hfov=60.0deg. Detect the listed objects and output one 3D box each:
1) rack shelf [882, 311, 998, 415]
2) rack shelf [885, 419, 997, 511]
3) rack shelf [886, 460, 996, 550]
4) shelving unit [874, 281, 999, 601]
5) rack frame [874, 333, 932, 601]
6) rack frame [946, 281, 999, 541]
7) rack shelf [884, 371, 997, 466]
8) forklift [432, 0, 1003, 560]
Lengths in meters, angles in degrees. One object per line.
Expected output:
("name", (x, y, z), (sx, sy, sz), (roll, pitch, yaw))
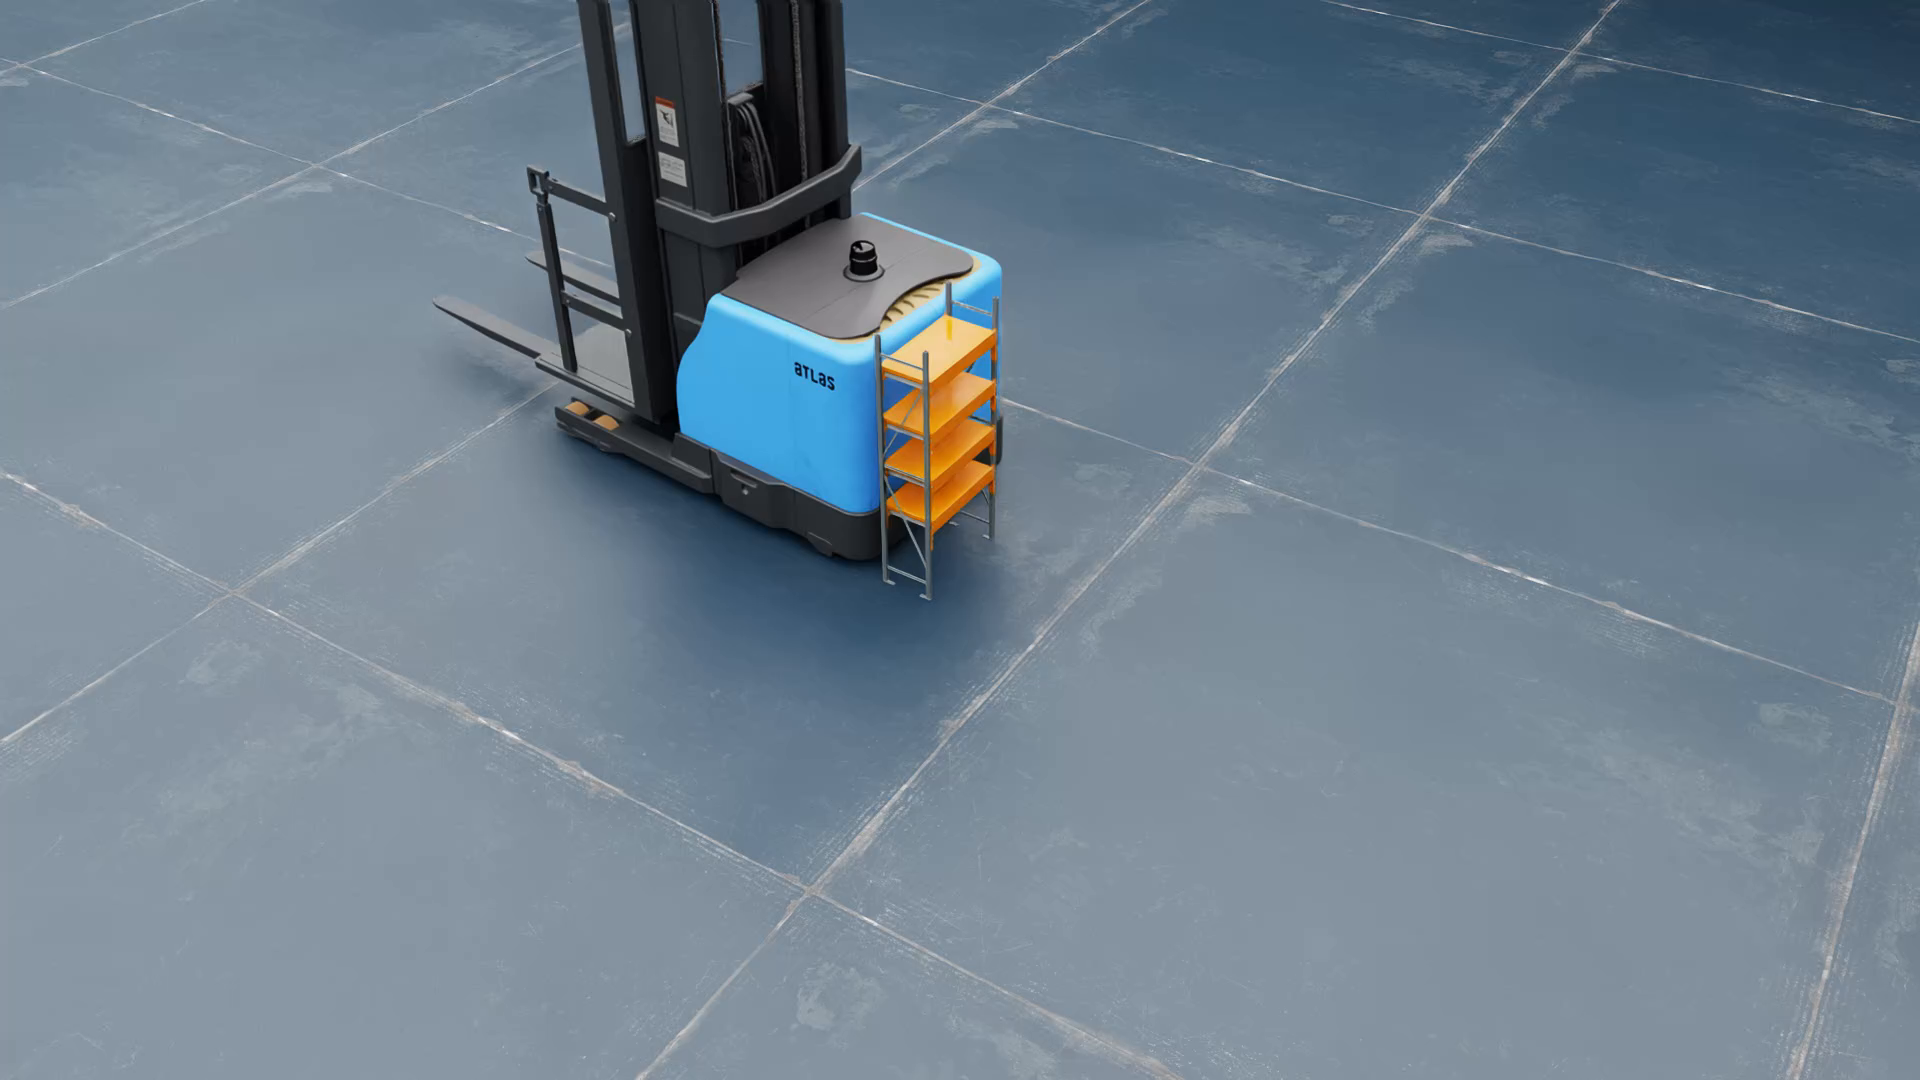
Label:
("rack shelf", (-0.087, -0.700, 6.532), (0.258, 0.148, 0.480), (22, 43, 26))
("rack shelf", (-0.087, -0.336, 6.813), (0.258, 0.148, 0.480), (22, 43, 26))
("rack shelf", (-0.087, -0.178, 6.934), (0.258, 0.148, 0.480), (22, 43, 26))
("shelving unit", (-0.087, -0.389, 6.772), (0.258, 1.200, 0.503), (22, 43, 26))
("rack frame", (-0.220, -0.264, 6.610), (0.240, 1.200, 0.015), (22, 43, 26))
("rack frame", (0.047, -0.513, 6.933), (0.240, 1.200, 0.015), (22, 43, 26))
("rack shelf", (-0.087, -0.513, 6.676), (0.258, 0.148, 0.480), (22, 43, 26))
("forklift", (-1.286, -1.806, 7.192), (3.031, 2.935, 1.130), (25, 44, 29))
